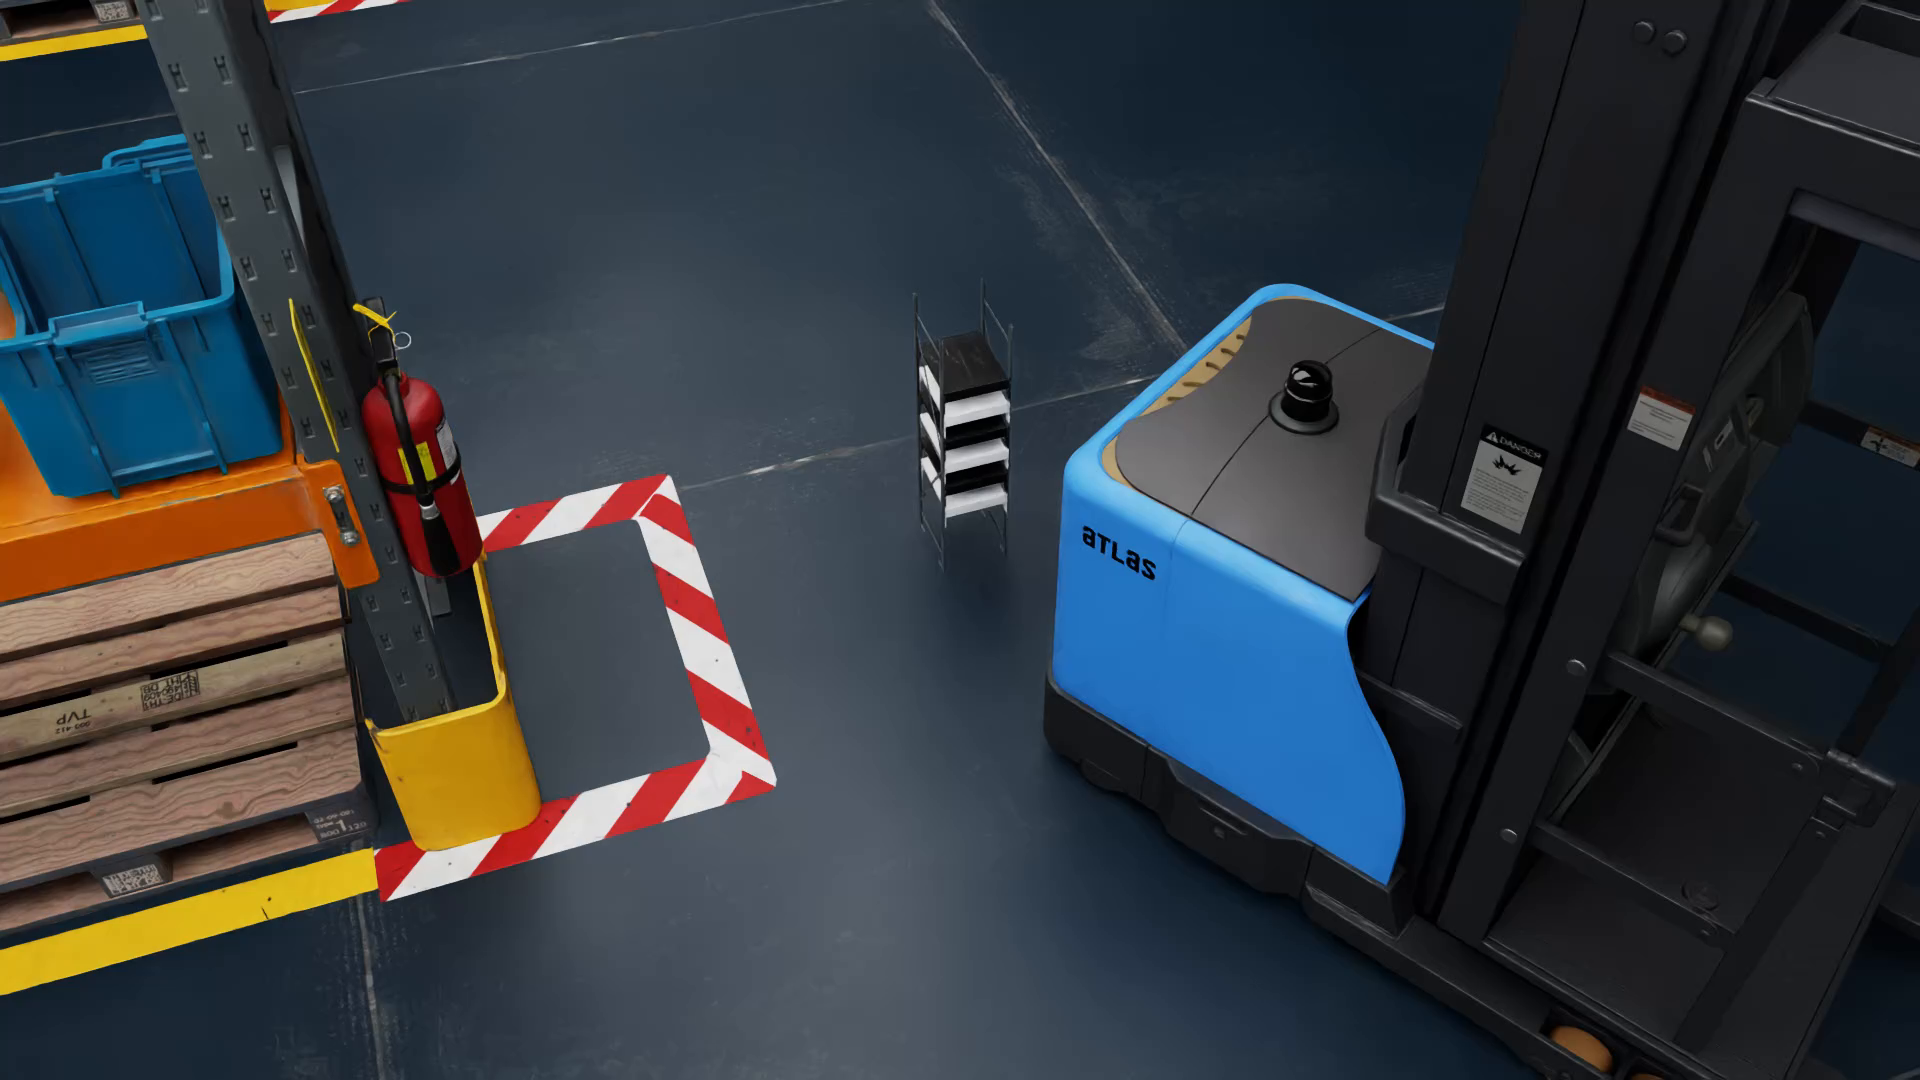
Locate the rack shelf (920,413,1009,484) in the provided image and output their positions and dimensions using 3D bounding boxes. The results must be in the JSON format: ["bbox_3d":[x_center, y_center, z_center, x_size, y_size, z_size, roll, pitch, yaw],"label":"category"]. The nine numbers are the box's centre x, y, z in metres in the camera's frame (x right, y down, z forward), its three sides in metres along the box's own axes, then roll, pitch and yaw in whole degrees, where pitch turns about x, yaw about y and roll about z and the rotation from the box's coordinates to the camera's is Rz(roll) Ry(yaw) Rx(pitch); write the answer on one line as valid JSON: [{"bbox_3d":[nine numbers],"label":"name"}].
[{"bbox_3d":[0.008,-0.296,4.957,0.200,0.077,0.258,-14,47,-14],"label":"rack shelf"}]

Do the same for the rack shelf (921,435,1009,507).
[{"bbox_3d":[0.008,-0.233,5.021,0.200,0.077,0.258,-14,47,-14],"label":"rack shelf"}]

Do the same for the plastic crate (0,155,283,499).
[{"bbox_3d":[-1.751,-0.461,3.524,0.499,0.435,0.616,-14,47,-14],"label":"plastic crate"}]

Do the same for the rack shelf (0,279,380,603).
[{"bbox_3d":[-3.380,0.103,3.538,4.000,0.370,1.077,-14,47,-14],"label":"rack shelf"}]

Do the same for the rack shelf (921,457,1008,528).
[{"bbox_3d":[0.008,-0.169,5.084,0.200,0.077,0.258,-14,47,-14],"label":"rack shelf"}]

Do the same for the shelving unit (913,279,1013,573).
[{"bbox_3d":[0.008,-0.320,4.933,0.210,0.900,0.258,-14,47,-14],"label":"shelving unit"}]

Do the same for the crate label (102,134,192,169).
[{"bbox_3d":[-1.843,-0.754,3.960,0.303,0.233,0.416,-14,47,-14],"label":"crate label"}]

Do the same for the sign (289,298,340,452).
[{"bbox_3d":[-1.297,-0.327,3.343,0.005,0.325,0.100,-14,47,-14],"label":"sign"}]

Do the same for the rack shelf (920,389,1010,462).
[{"bbox_3d":[0.008,-0.360,4.893,0.200,0.077,0.258,-14,47,-14],"label":"rack shelf"}]

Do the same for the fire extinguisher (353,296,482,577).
[{"bbox_3d":[-1.203,-0.207,3.656,0.183,0.674,0.296,-14,47,-14],"label":"fire extinguisher"}]

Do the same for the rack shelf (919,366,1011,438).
[{"bbox_3d":[0.008,-0.423,4.829,0.200,0.077,0.258,-14,47,-14],"label":"rack shelf"}]

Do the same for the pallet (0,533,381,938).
[{"bbox_3d":[-2.288,0.524,4.578,1.213,0.211,1.003,-14,47,-14],"label":"pallet"}]

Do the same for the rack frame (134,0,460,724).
[{"bbox_3d":[-1.499,-0.632,3.763,0.127,3.000,1.000,-14,47,-14],"label":"rack frame"}]

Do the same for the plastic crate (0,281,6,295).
[{"bbox_3d":[-2.173,-0.698,3.972,0.298,0.136,0.250,-14,47,-14],"label":"plastic crate"}]

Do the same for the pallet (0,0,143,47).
[{"bbox_3d":[-3.998,-2.738,7.830,1.213,0.211,1.003,-14,47,-14],"label":"pallet"}]

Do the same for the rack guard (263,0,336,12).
[{"bbox_3d":[-3.249,-3.033,7.920,0.348,0.500,1.175,-14,47,-14],"label":"rack guard"}]

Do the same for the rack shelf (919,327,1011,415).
[{"bbox_3d":[0.008,-0.487,4.766,0.200,0.077,0.258,-14,47,-14],"label":"rack shelf"}]

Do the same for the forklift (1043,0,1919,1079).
[{"bbox_3d":[1.695,-0.066,3.246,3.031,2.935,1.130,30,52,26],"label":"forklift"}]

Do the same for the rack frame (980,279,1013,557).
[{"bbox_3d":[0.103,-0.344,4.958,0.006,0.900,0.240,-14,47,-14],"label":"rack frame"}]

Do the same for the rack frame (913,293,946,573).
[{"bbox_3d":[-0.088,-0.295,4.909,0.006,0.900,0.240,-14,47,-14],"label":"rack frame"}]

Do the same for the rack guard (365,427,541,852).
[{"bbox_3d":[-1.481,0.236,4.662,0.348,0.500,1.175,-14,47,-14],"label":"rack guard"}]
